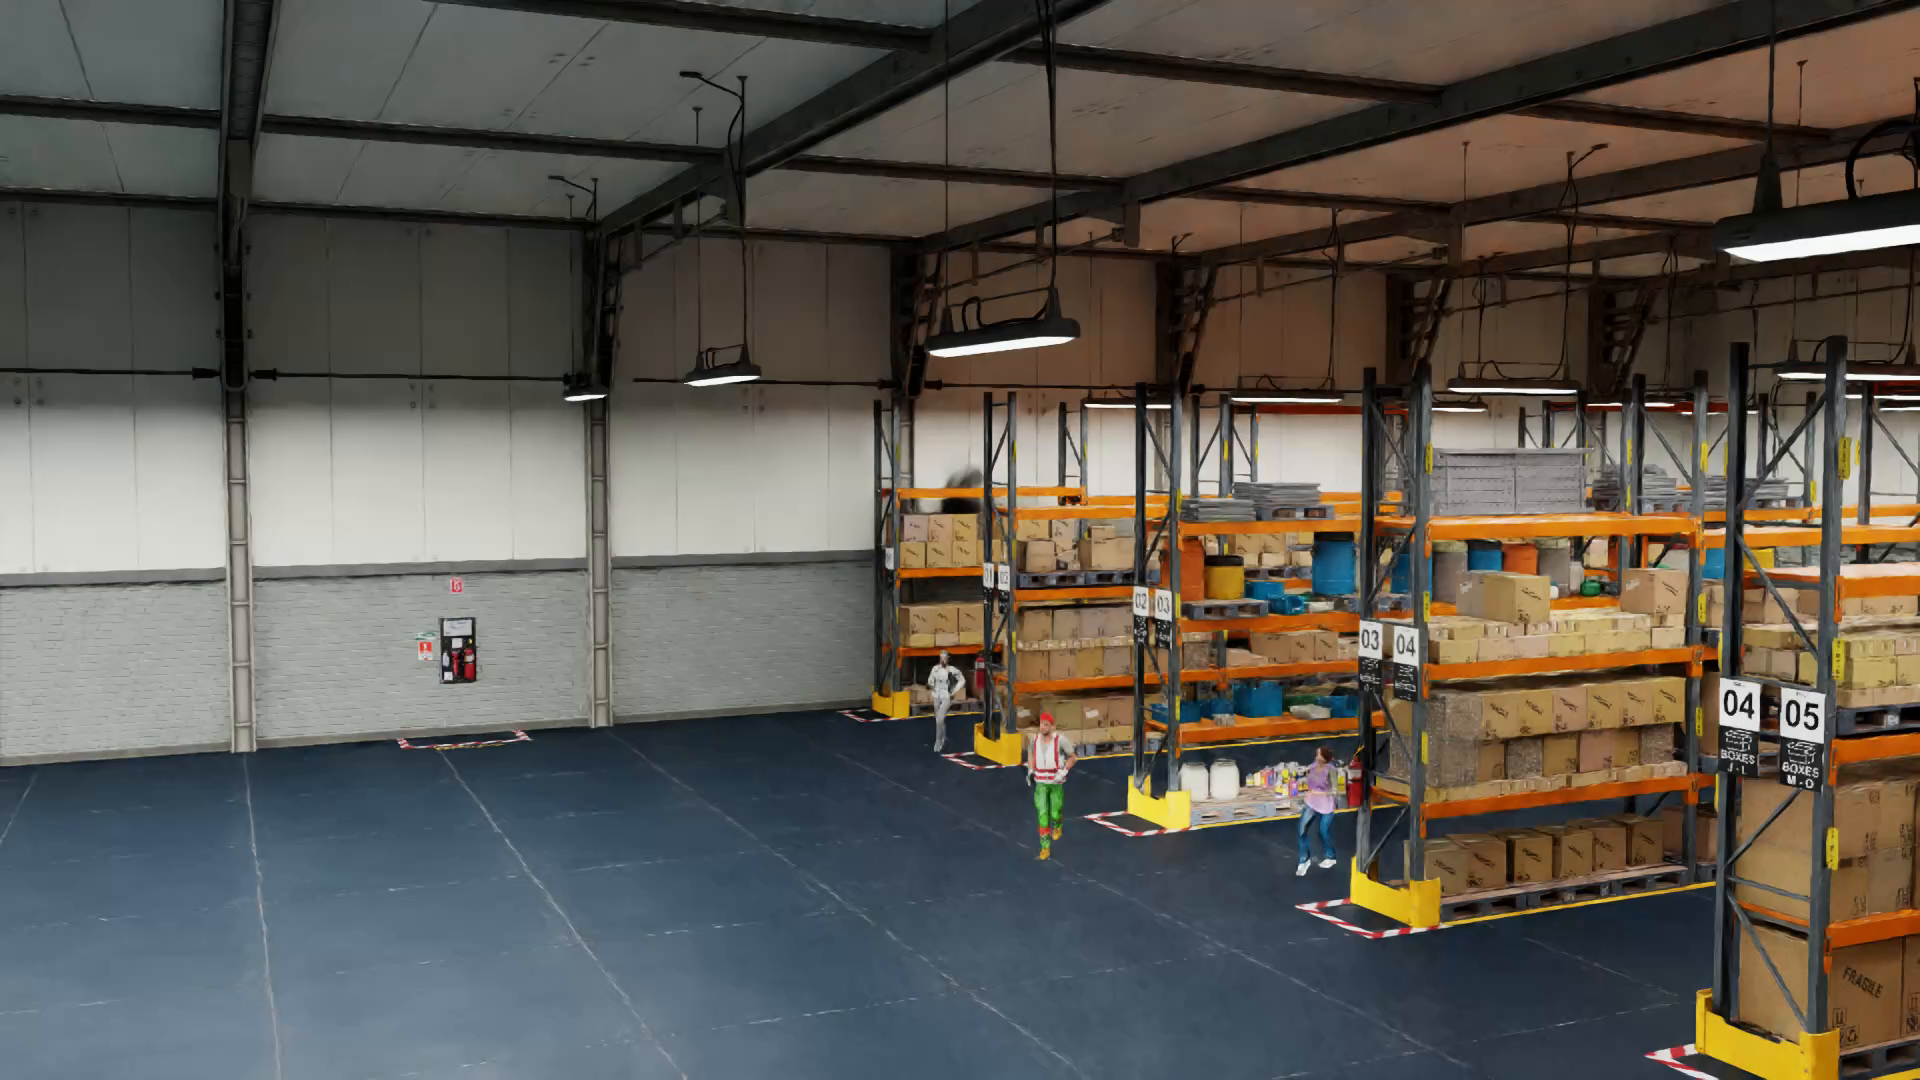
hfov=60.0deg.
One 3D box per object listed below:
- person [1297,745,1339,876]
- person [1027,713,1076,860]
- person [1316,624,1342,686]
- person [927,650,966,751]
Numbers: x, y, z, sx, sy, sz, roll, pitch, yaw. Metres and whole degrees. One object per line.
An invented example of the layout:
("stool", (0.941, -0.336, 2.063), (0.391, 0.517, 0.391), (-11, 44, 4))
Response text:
("person", (4.333, 3.234, 19.877), (0.693, 1.618, 0.521), (-3, 4, -41))
("person", (1.153, 3.061, 20.969), (0.652, 1.799, 0.814), (1, 3, 18))
("person", (7.131, 2.423, 32.662), (0.767, 1.786, 0.638), (-2, 4, -32))
("person", (-0.266, 2.705, 28.025), (0.612, 1.740, 0.703), (2, 4, 30))
